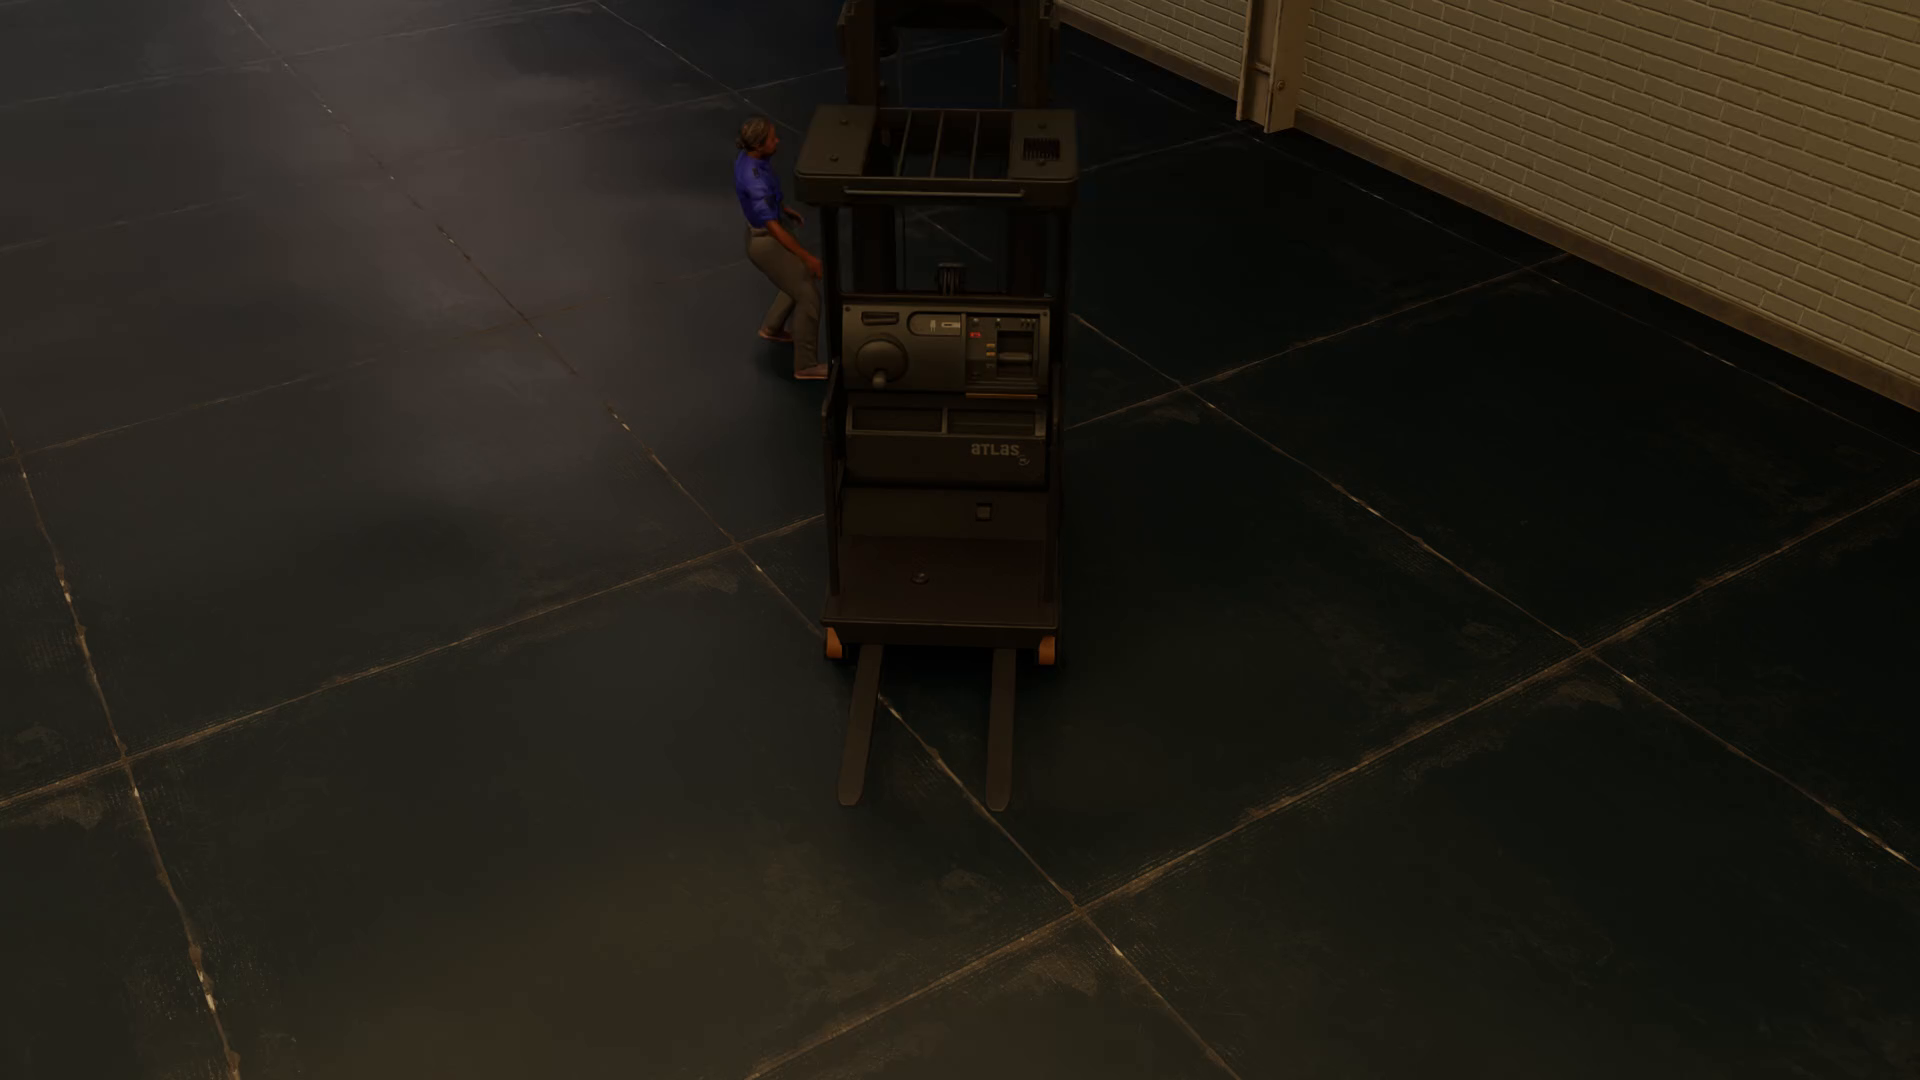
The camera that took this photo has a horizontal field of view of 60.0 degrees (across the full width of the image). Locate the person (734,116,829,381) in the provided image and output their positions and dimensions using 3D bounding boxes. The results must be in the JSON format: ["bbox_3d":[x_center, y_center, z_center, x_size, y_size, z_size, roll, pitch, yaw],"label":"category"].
[{"bbox_3d":[-1.025,-1.761,9.840,0.547,1.559,0.700,-6,35,-8],"label":"person"}]

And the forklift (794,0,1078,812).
[{"bbox_3d":[-0.072,-0.797,7.282,1.130,2.935,3.031,2,35,2],"label":"forklift"}]
